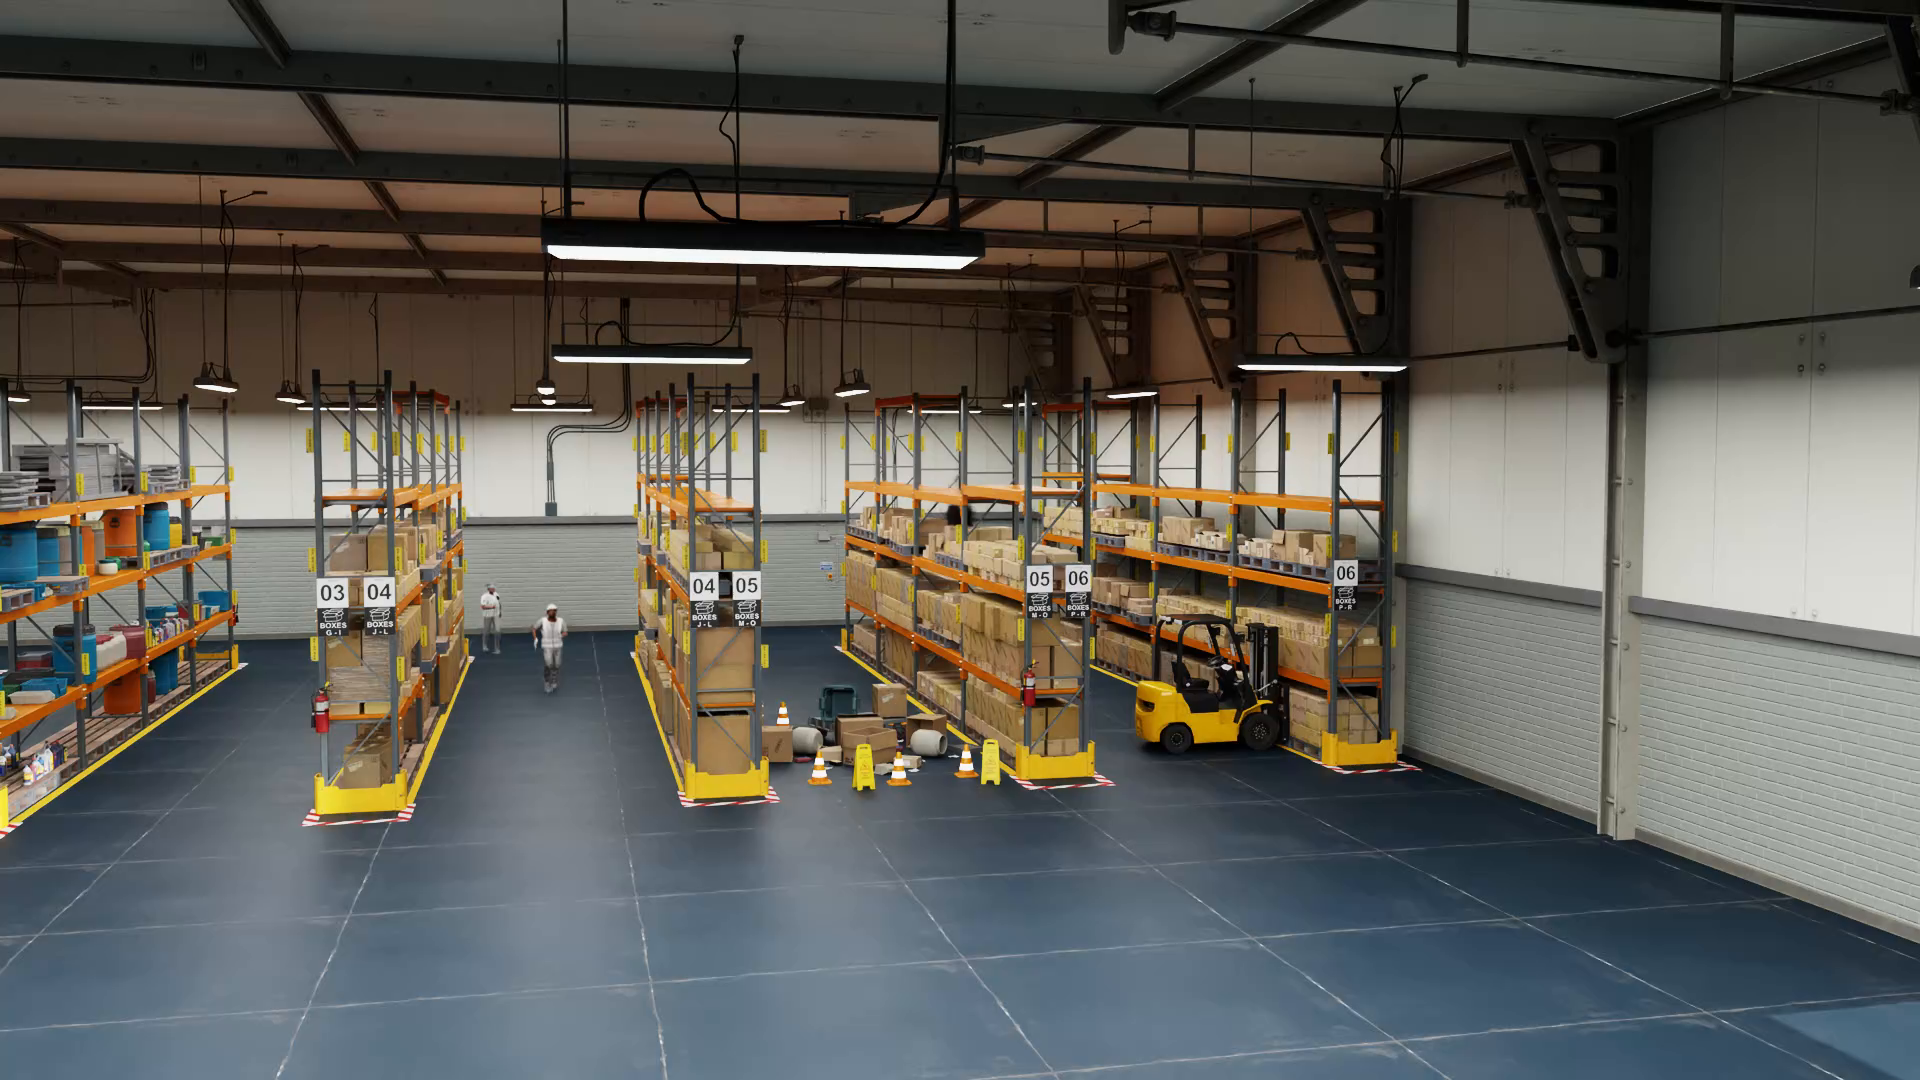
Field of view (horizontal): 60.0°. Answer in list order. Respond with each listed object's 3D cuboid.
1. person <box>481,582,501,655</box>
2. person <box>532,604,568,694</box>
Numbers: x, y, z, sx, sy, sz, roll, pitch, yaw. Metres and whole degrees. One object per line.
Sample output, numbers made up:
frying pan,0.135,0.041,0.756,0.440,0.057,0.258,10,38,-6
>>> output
person,-11.188,1.867,39.695,0.537,1.749,0.848,-2,4,-33
person,-8.201,2.185,33.413,0.668,1.793,0.711,-2,4,-26
